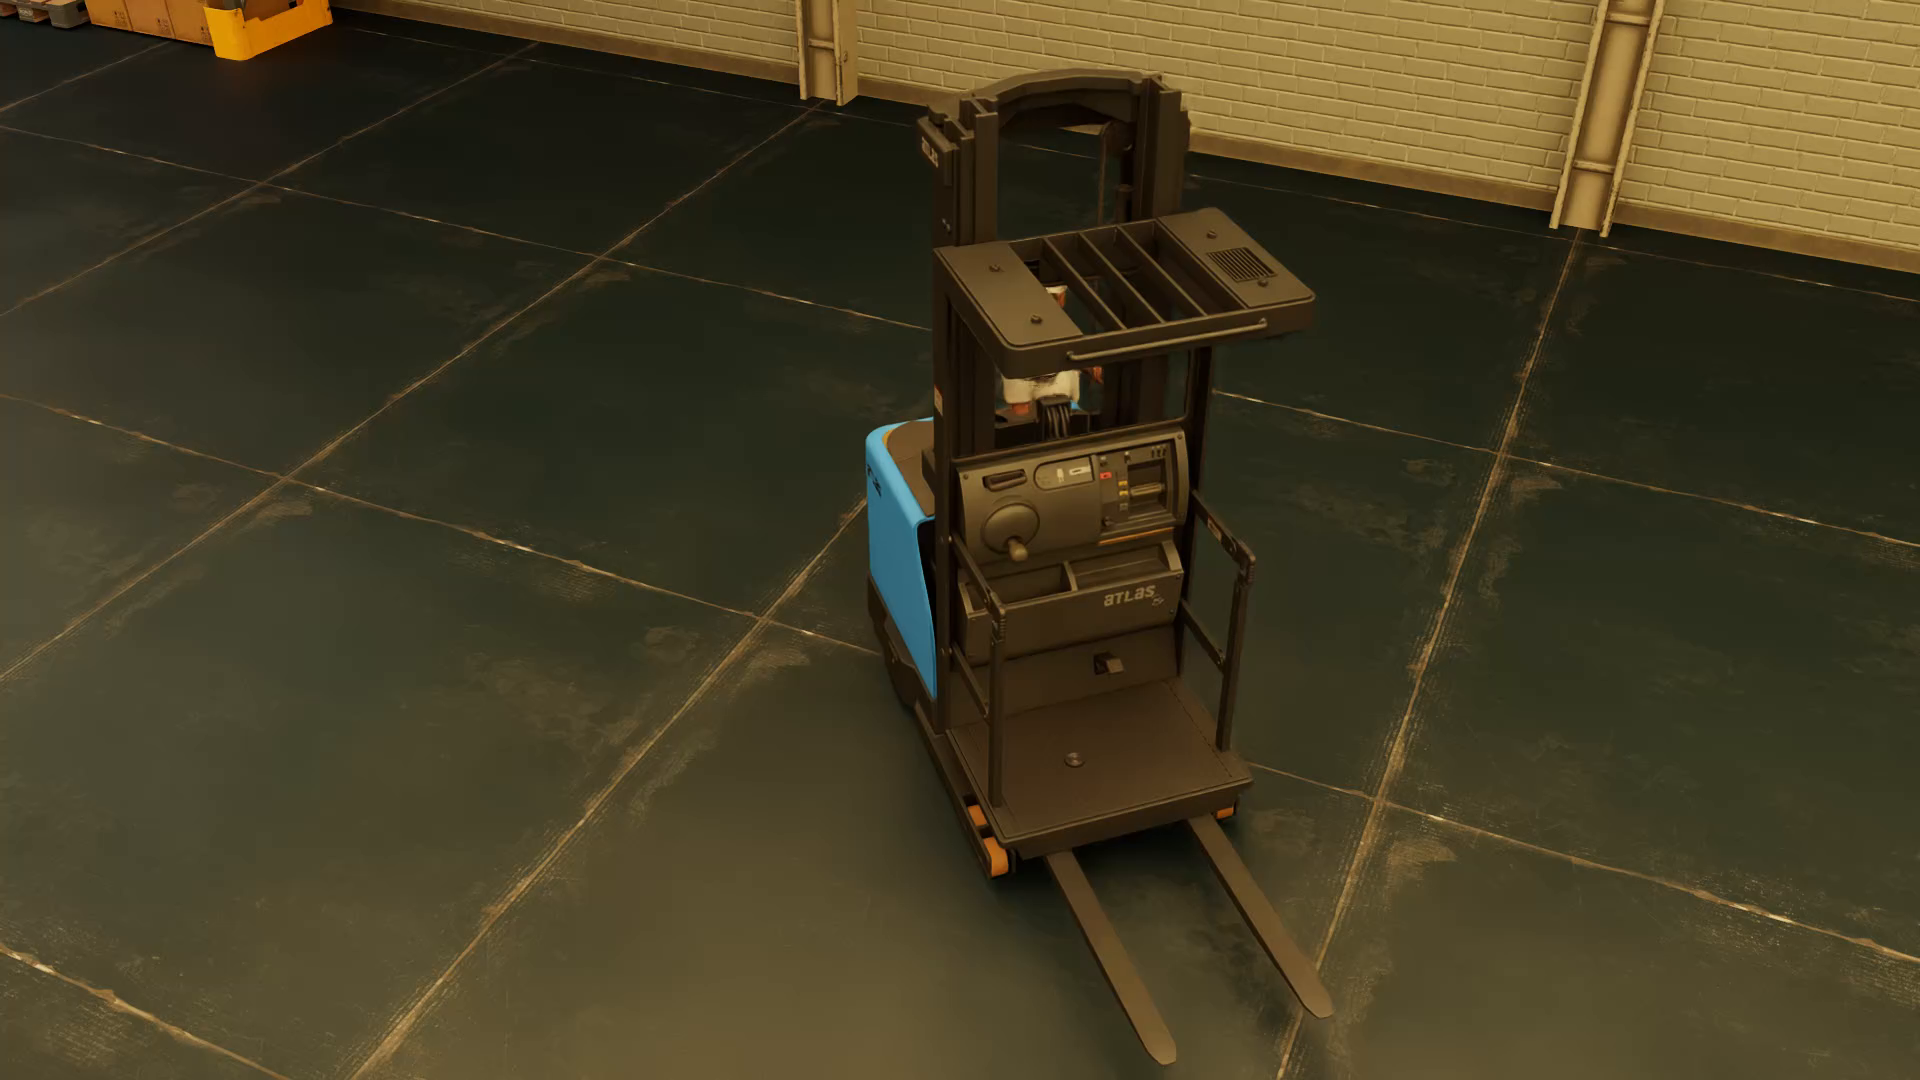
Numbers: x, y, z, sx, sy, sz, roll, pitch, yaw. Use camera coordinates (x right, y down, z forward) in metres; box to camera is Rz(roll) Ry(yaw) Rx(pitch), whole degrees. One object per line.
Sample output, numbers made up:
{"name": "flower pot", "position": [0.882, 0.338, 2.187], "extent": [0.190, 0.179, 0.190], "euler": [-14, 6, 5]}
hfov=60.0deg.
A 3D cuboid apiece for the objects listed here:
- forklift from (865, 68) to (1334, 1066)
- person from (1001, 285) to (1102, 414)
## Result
{"name": "forklift", "position": [0.517, -0.104, 6.232], "extent": [1.130, 2.935, 3.031], "euler": [-11, 37, -15]}
{"name": "person", "position": [0.428, -0.493, 7.852], "extent": [0.823, 1.719, 0.727], "euler": [5, 36, 8]}
